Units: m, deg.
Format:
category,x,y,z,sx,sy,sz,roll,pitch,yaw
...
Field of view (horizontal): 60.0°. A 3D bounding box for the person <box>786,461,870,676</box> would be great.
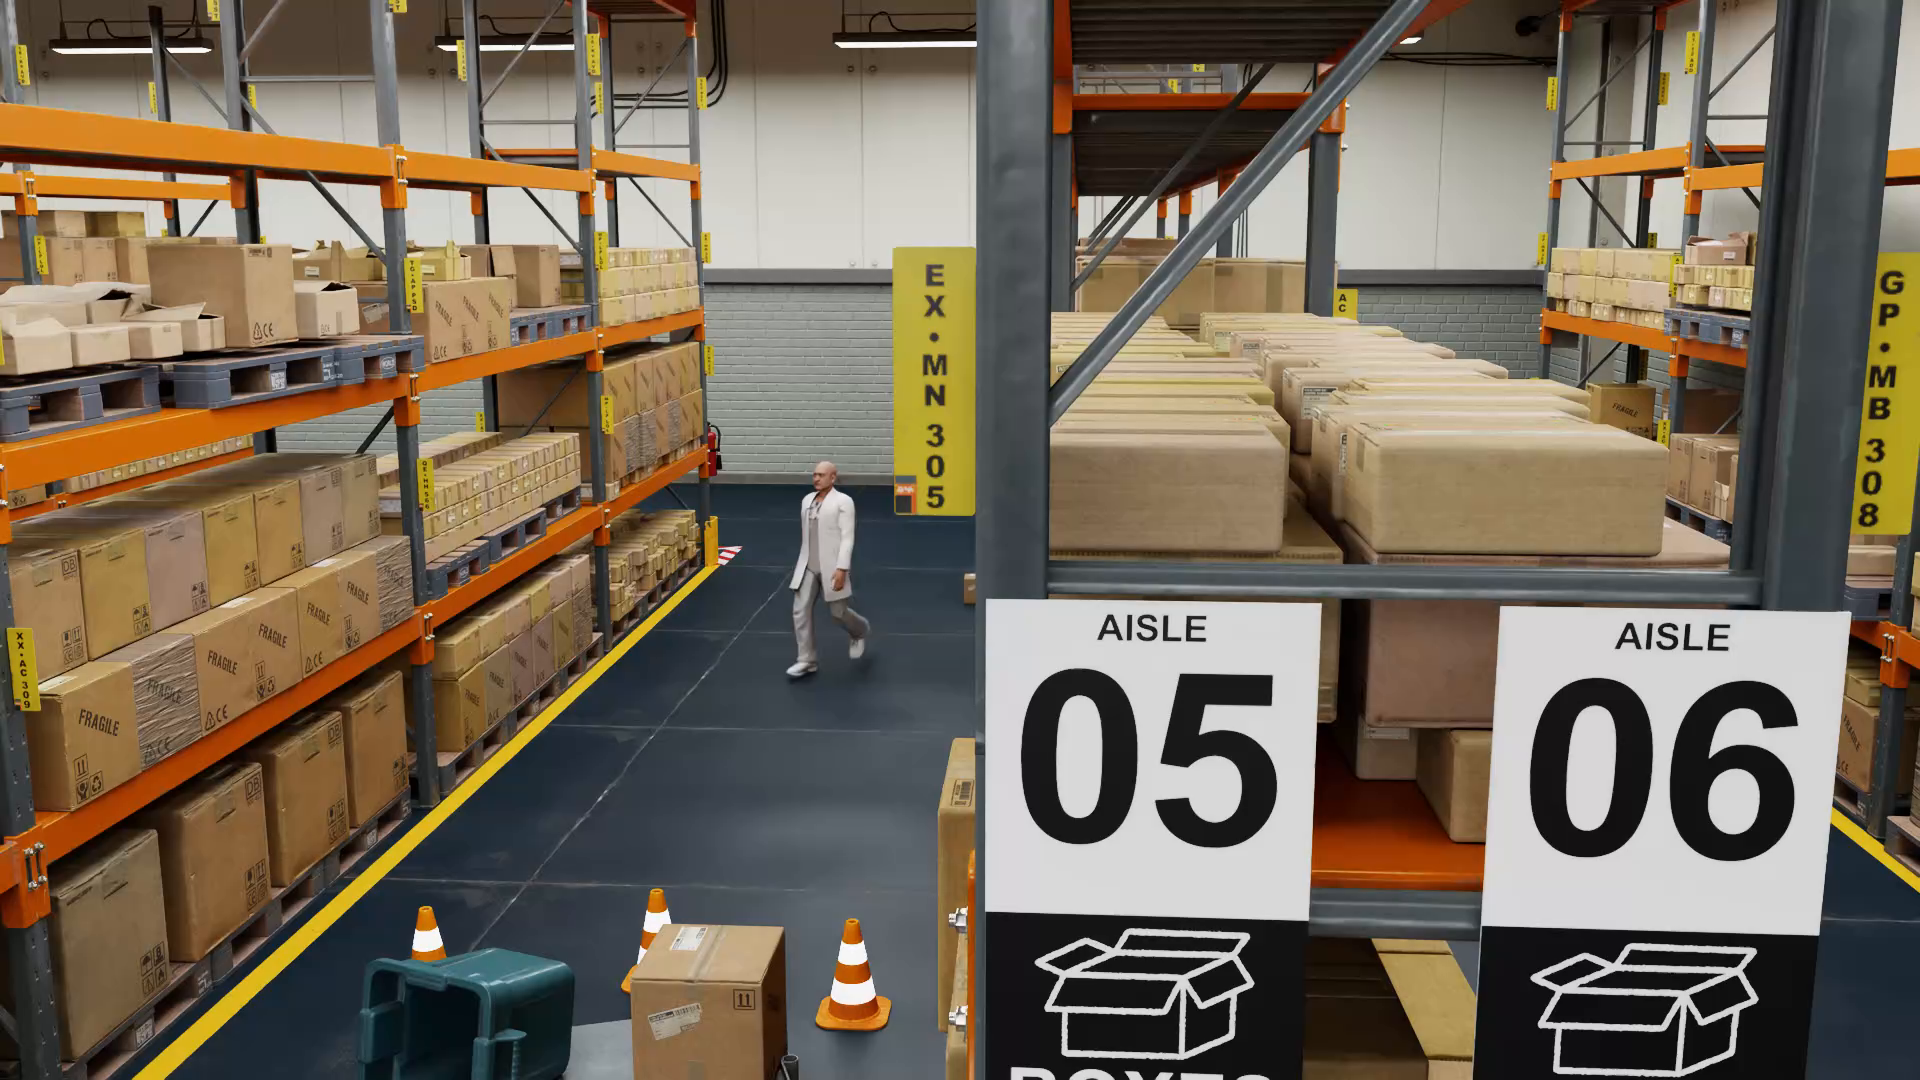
category,x,y,z,sx,sy,sz,roll,pitch,yaw
person,-1.087,0.213,13.778,0.559,1.739,0.958,6,12,28
